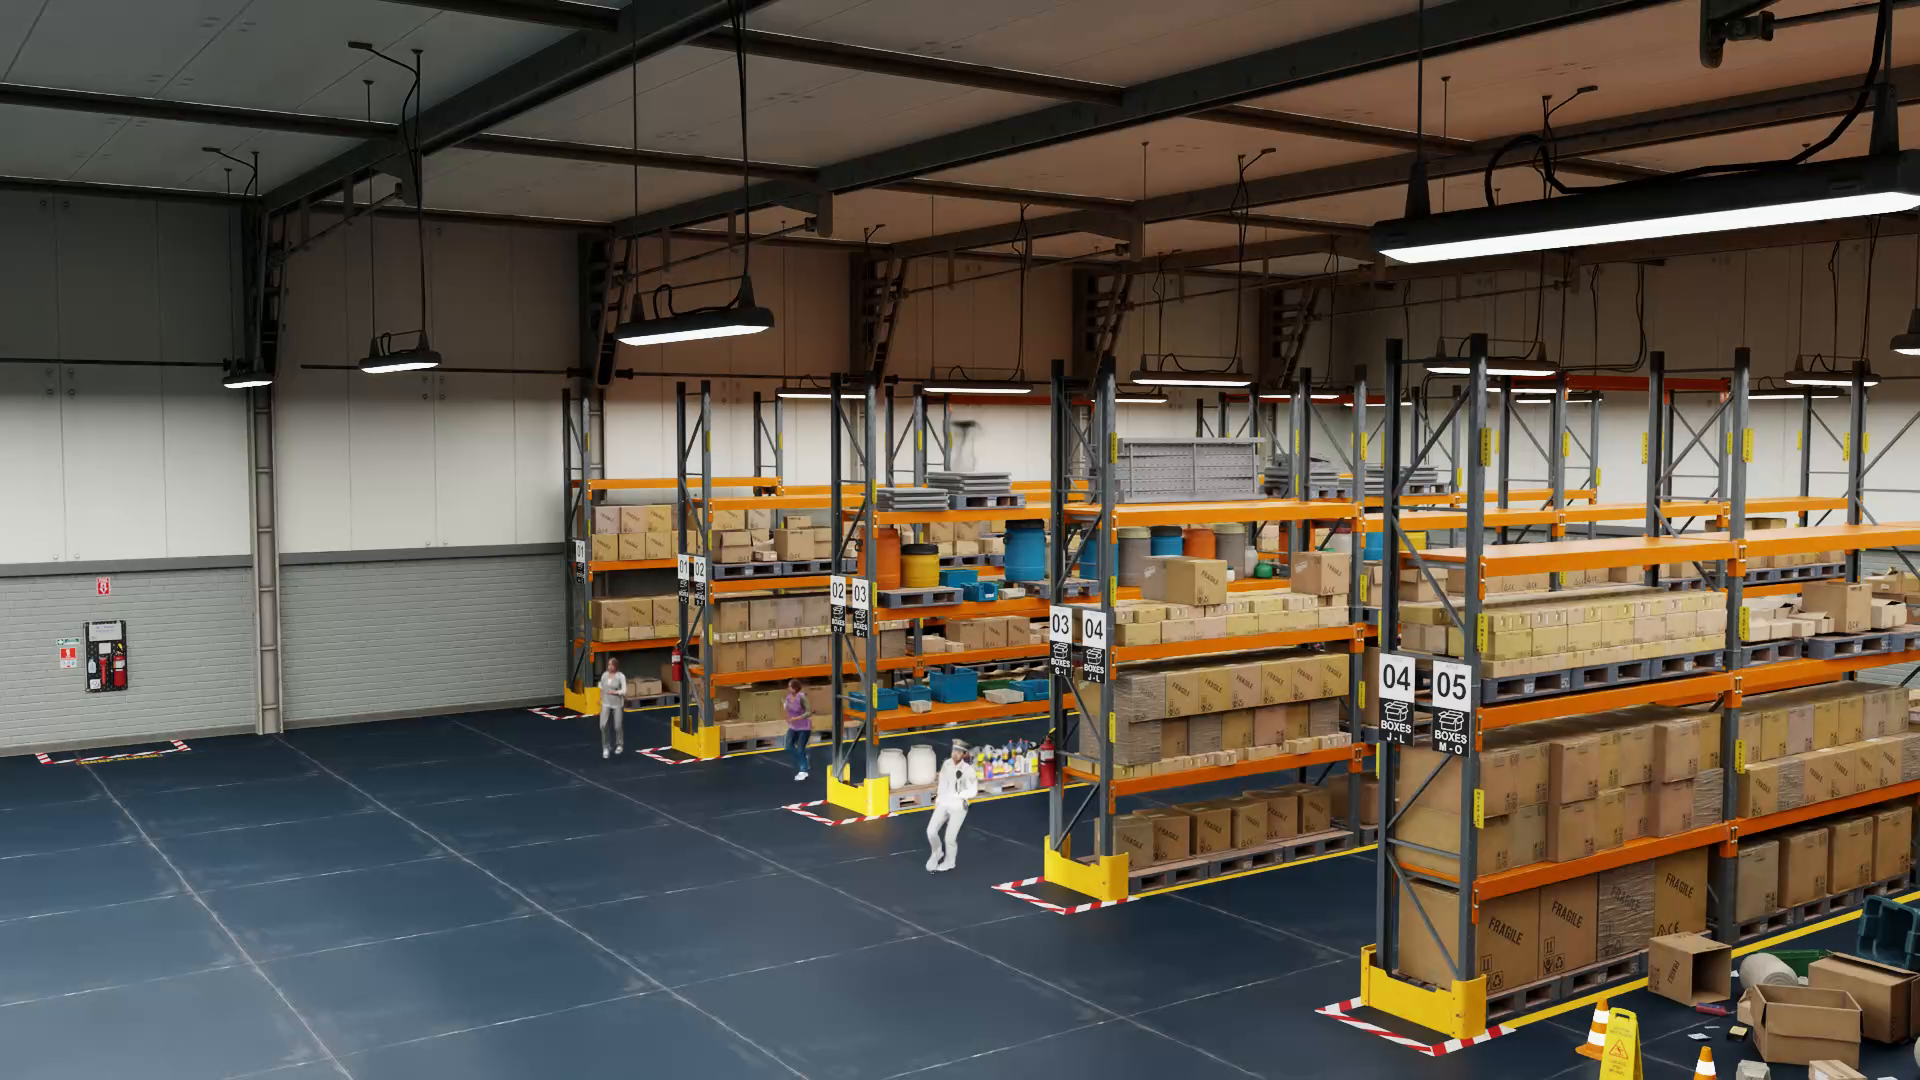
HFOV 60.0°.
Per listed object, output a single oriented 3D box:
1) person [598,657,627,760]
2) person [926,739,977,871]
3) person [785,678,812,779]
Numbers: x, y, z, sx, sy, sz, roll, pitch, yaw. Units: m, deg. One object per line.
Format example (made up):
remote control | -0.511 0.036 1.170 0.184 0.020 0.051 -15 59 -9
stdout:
person | -5.525 2.671 26.387 0.507 1.622 0.688 0 4 2
person | -0.085 3.099 19.359 0.640 1.610 0.624 2 4 28
person | -2.410 2.808 24.680 0.511 1.541 0.588 2 4 31
